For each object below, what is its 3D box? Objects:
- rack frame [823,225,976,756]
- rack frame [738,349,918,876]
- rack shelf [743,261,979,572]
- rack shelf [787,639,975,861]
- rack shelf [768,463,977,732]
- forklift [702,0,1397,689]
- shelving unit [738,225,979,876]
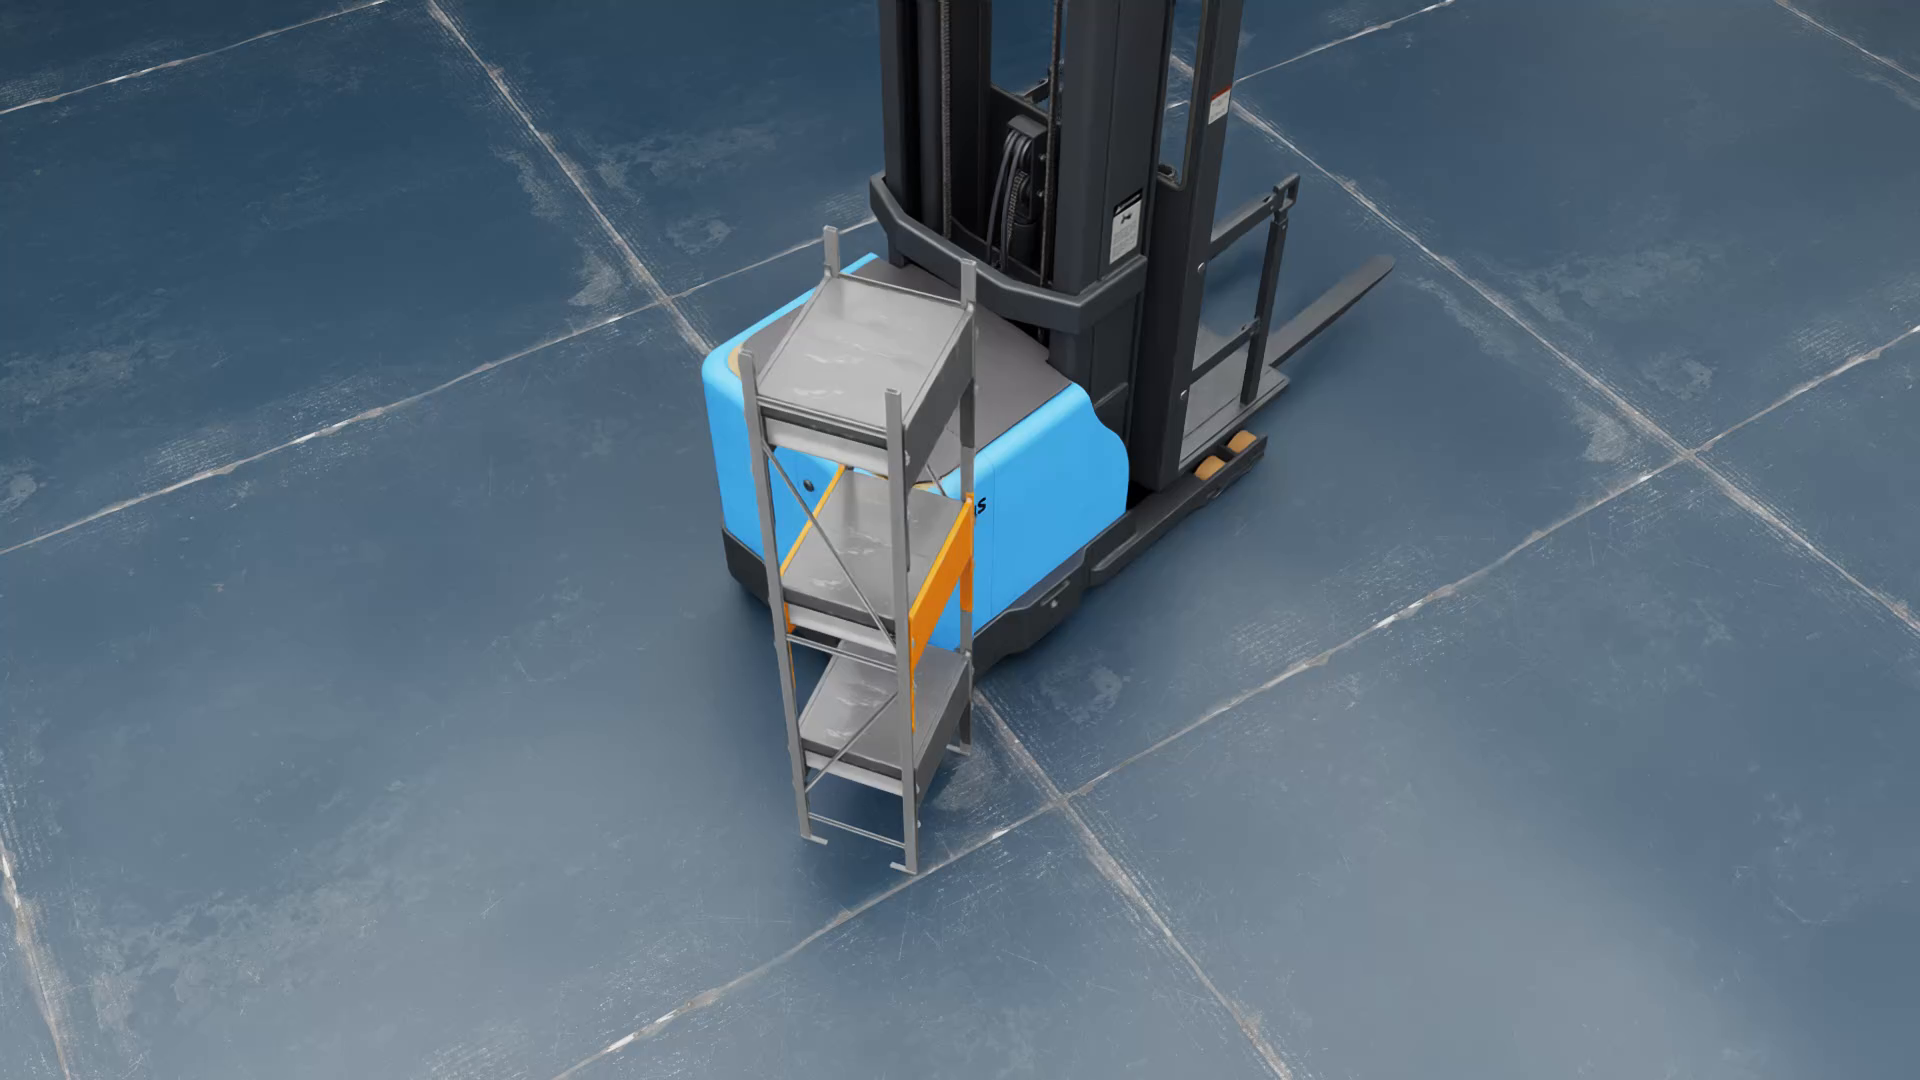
[{"bbox_3d":[-0.152,-0.027,4.867,0.400,2.100,0.015,16,50,13],"label":"rack frame"},{"bbox_3d":[-0.323,0.315,4.563,0.400,2.100,0.015,16,50,13],"label":"rack frame"},{"bbox_3d":[-0.236,-0.312,4.202,0.431,0.518,0.480,16,50,13],"label":"rack shelf"},{"bbox_3d":[-0.239,0.618,5.248,0.431,0.518,0.480,16,50,13],"label":"rack shelf"},{"bbox_3d":[-0.237,0.153,4.725,0.431,0.518,0.480,16,50,13],"label":"rack shelf"},{"bbox_3d":[0.542,-1.376,5.513,1.130,2.935,3.031,36,58,28],"label":"forklift"},{"bbox_3d":[-0.237,0.144,4.715,0.431,2.100,0.503,16,50,13],"label":"shelving unit"}]
